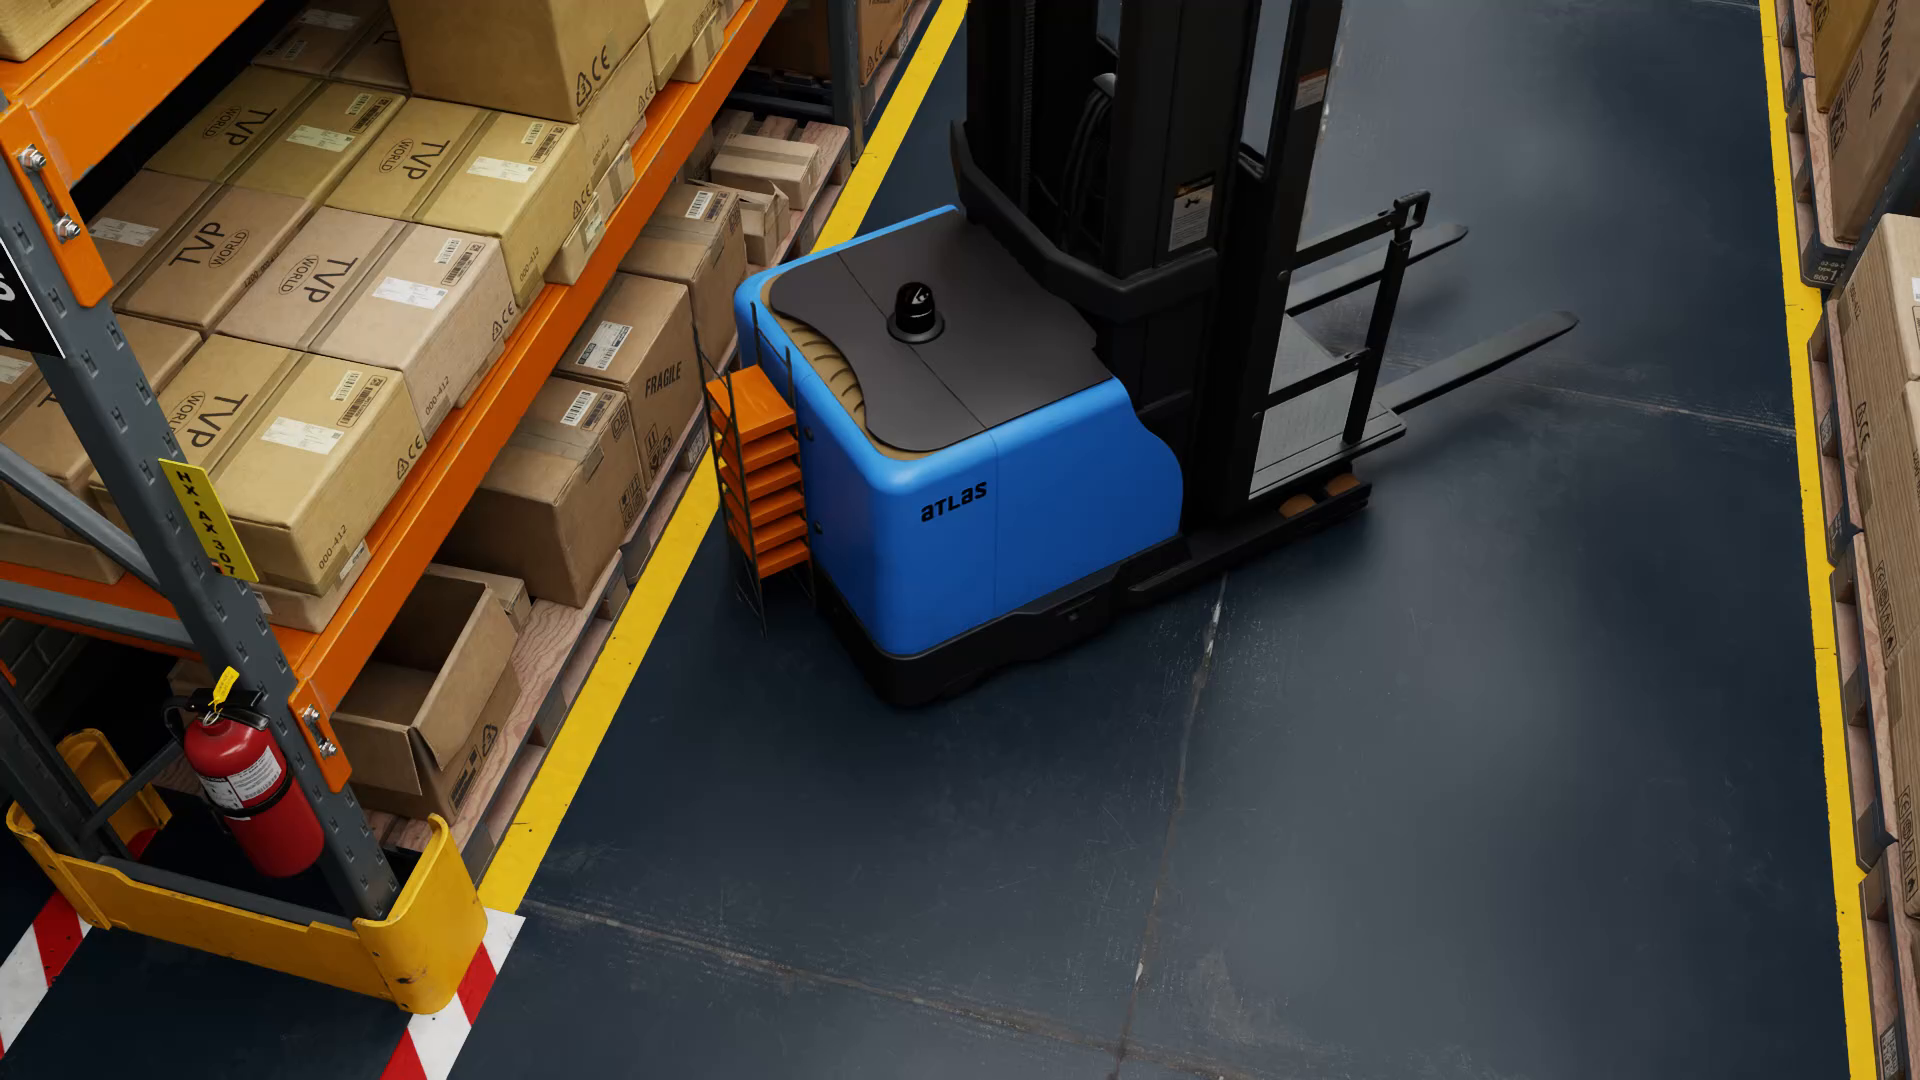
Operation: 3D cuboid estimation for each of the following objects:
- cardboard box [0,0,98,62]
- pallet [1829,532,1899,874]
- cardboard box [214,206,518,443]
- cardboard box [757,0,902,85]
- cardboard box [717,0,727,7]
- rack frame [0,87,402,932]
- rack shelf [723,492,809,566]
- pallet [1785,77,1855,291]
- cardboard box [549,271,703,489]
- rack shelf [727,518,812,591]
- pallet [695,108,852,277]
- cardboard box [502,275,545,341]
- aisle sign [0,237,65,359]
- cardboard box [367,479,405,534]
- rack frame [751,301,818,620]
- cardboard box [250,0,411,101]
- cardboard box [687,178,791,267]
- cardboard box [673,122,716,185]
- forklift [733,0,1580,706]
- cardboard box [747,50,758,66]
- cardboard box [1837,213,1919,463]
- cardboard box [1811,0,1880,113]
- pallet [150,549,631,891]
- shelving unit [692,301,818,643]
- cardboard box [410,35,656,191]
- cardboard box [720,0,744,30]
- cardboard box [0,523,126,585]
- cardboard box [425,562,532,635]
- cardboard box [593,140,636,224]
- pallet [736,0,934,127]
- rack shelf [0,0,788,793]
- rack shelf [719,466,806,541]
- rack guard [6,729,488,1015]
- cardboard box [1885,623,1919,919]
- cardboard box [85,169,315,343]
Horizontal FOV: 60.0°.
[{"bbox_3d":[-1.661,-0.948,2.753,0.380,0.149,0.250,13,50,11],"label":"cardboard box"},{"bbox_3d":[3.278,0.572,5.105,1.003,0.211,1.213,12,50,10],"label":"pallet"},{"bbox_3d":[-1.458,-0.543,4.130,0.500,0.250,0.500,12,50,10],"label":"cardboard box"},{"bbox_3d":[-0.572,-2.365,7.224,0.500,0.500,0.500,14,50,12],"label":"cardboard box"},{"bbox_3d":[-0.933,-2.015,5.429,0.500,0.250,0.500,12,50,10],"label":"cardboard box"},{"bbox_3d":[-1.969,0.146,3.621,1.000,3.000,0.127,12,50,10],"label":"rack frame"},{"bbox_3d":[-0.614,-0.065,5.227,0.180,0.103,0.258,-24,53,-20],"label":"rack shelf"},{"bbox_3d":[4.003,-1.421,6.863,1.003,0.211,1.213,12,50,10],"label":"pallet"},{"bbox_3d":[-1.219,-0.563,5.633,0.500,0.500,0.500,12,50,11],"label":"cardboard box"},{"bbox_3d":[-0.614,0.014,5.317,0.180,0.103,0.258,-24,53,-20],"label":"rack shelf"},{"bbox_3d":[-1.098,-1.328,6.782,1.003,0.211,1.213,12,50,10],"label":"pallet"},{"bbox_3d":[-1.370,-0.709,4.542,0.380,0.149,0.250,12,50,11],"label":"cardboard box"},{"bbox_3d":[-1.704,-0.607,2.551,0.394,0.787,0.004,12,50,10],"label":"aisle sign"},{"bbox_3d":[-1.596,-0.148,4.047,0.380,0.149,0.250,13,50,11],"label":"cardboard box"},{"bbox_3d":[-0.535,-0.209,5.134,0.006,1.200,0.240,-24,53,-20],"label":"rack frame"},{"bbox_3d":[-1.695,-1.396,4.883,0.500,0.250,0.500,11,50,10],"label":"cardboard box"},{"bbox_3d":[-0.874,-1.263,6.407,0.396,0.266,0.258,13,50,11],"label":"cardboard box"},{"bbox_3d":[-1.319,-1.566,6.644,0.500,0.311,0.500,13,50,11],"label":"cardboard box"},{"bbox_3d":[0.833,-1.286,4.930,3.031,2.935,1.130,-24,53,-20],"label":"forklift"},{"bbox_3d":[-1.073,-2.473,7.319,0.500,0.500,0.500,11,50,10],"label":"cardboard box"},{"bbox_3d":[3.604,-0.629,5.733,0.875,0.438,0.875,11,49,9],"label":"cardboard box"},{"bbox_3d":[4.189,-2.326,6.939,0.875,0.875,0.875,13,50,11],"label":"cardboard box"},{"bbox_3d":[-1.741,0.437,5.224,1.003,0.211,1.213,12,50,10],"label":"pallet"},{"bbox_3d":[-0.614,-0.174,5.103,0.189,1.200,0.258,-24,53,-20],"label":"shelving unit"},{"bbox_3d":[-1.213,-1.284,4.784,0.500,0.250,0.500,10,49,9],"label":"cardboard box"},{"bbox_3d":[-0.945,-1.814,5.518,0.380,0.149,0.250,13,50,11],"label":"cardboard box"},{"bbox_3d":[-2.141,-0.064,3.973,0.380,0.149,0.250,11,50,10],"label":"cardboard box"},{"bbox_3d":[-1.568,0.227,5.171,0.380,0.149,0.250,10,49,9],"label":"cardboard box"},{"bbox_3d":[-1.182,-1.071,4.862,0.380,0.149,0.250,13,50,11],"label":"cardboard box"},{"bbox_3d":[-0.739,-2.421,7.746,1.003,0.211,1.213,12,50,10],"label":"pallet"},{"bbox_3d":[-1.443,-1.063,5.167,1.077,0.370,4.000,12,50,10],"label":"rack shelf"},{"bbox_3d":[-0.614,-0.145,5.137,0.180,0.103,0.258,-24,53,-20],"label":"rack shelf"},{"bbox_3d":[-1.949,0.918,4.606,1.175,0.500,0.348,12,50,10],"label":"rack guard"},{"bbox_3d":[3.130,0.671,4.586,0.875,0.438,0.875,13,50,11],"label":"cardboard box"},{"bbox_3d":[-1.968,-0.661,4.234,0.500,0.250,0.500,12,50,10],"label":"cardboard box"}]
